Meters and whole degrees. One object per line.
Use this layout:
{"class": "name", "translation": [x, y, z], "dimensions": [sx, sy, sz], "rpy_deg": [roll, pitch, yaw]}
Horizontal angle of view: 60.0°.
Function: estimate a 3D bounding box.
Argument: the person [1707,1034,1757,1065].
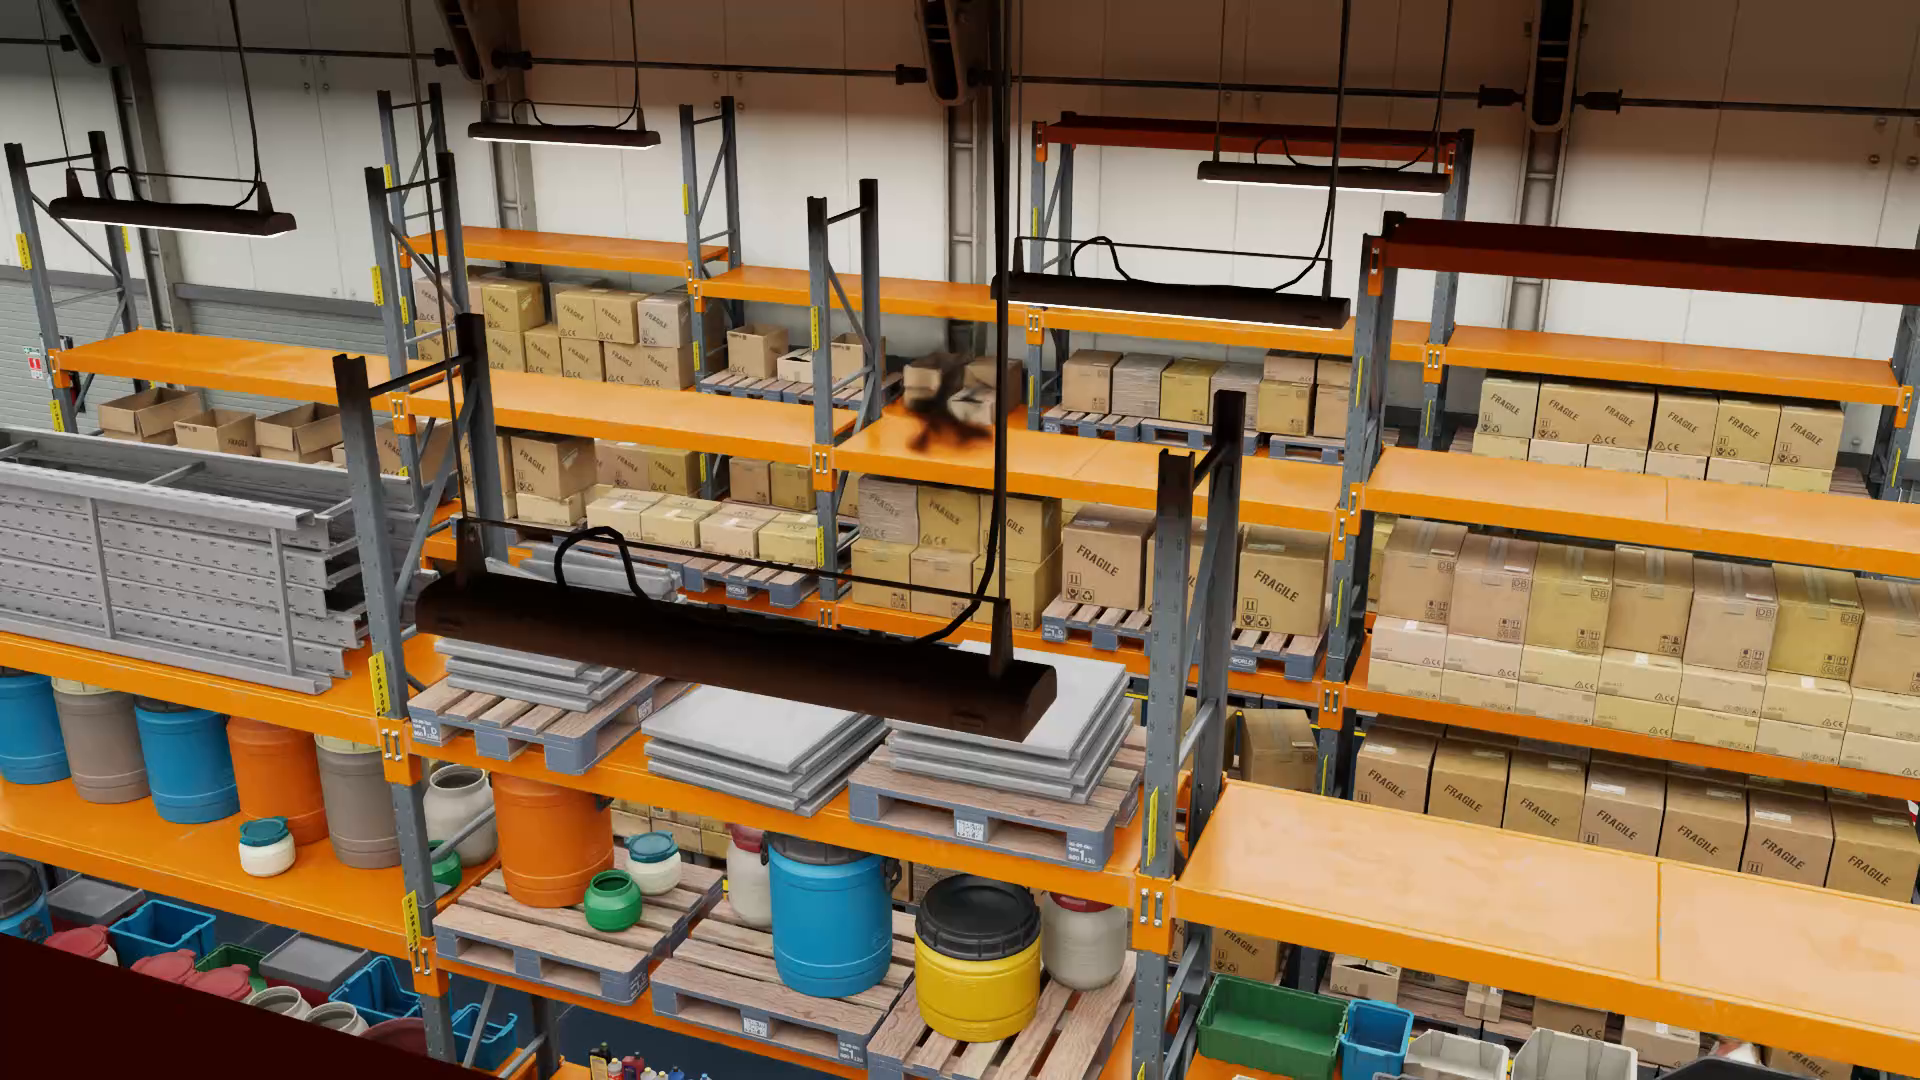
{"class": "person", "translation": [4.770, 3.638, 10.344], "dimensions": [0.650, 1.666, 0.698], "rpy_deg": [5, 21, 14]}
